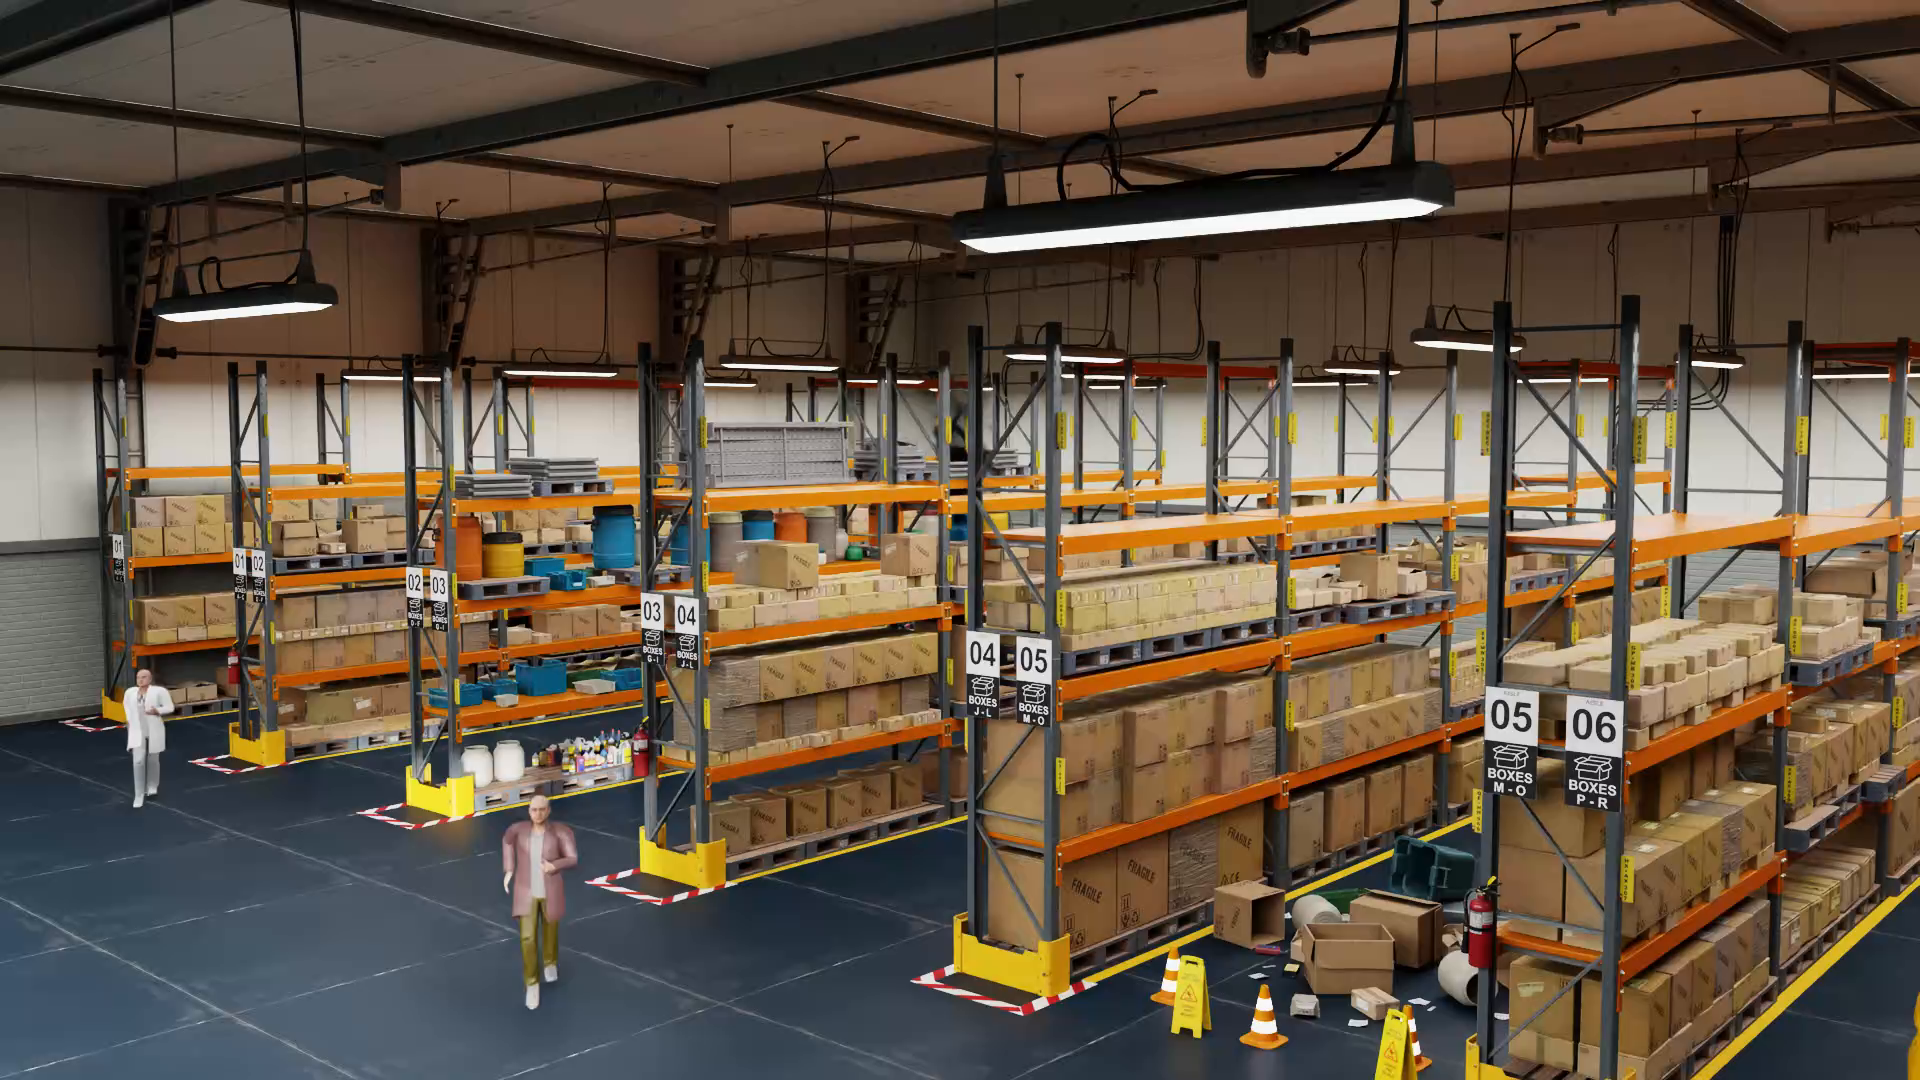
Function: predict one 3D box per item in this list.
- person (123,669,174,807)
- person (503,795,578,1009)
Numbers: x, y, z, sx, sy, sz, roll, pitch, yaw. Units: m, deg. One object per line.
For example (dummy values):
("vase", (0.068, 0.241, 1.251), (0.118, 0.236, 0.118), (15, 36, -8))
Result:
("person", (-10.913, 2.650, 22.368), (0.665, 1.857, 0.847), (-1, 4, -17))
("person", (-3.756, 3.182, 14.862), (0.648, 1.847, 0.938), (-1, 4, -12))
